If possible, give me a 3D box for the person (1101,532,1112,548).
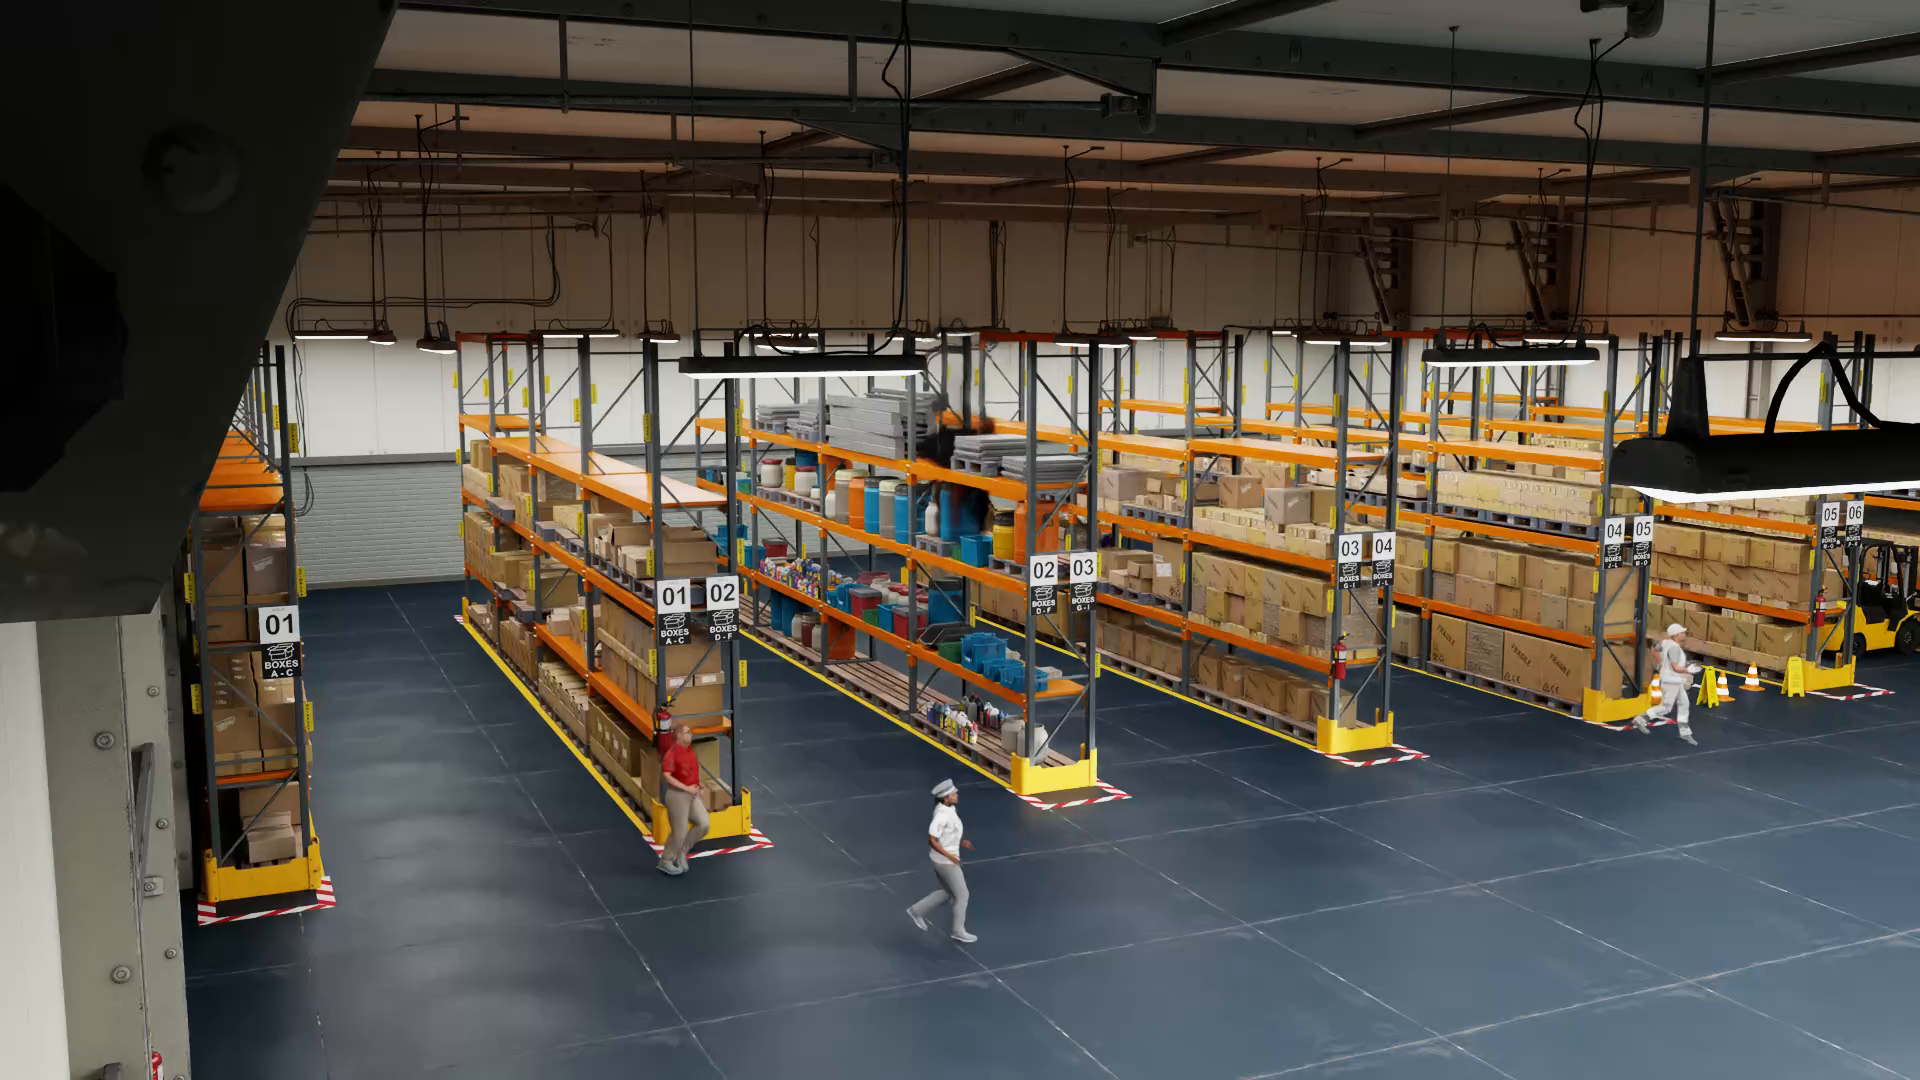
[{"bbox_3d":[3.825,-0.118,42.071,0.709,1.660,0.647,4,9,28],"label":"person"}]

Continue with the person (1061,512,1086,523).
[{"bbox_3d":[2.721,-0.094,41.465,0.689,1.709,0.784,-6,10,-37],"label":"person"}]

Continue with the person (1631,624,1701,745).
[{"bbox_3d":[10.524,2.140,24.710,0.952,1.831,0.692,2,8,16],"label":"person"}]

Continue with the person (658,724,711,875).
[{"bbox_3d":[-3.122,2.950,19.002,0.577,1.691,0.733,3,8,20],"label":"person"}]

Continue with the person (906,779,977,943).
[{"bbox_3d":[-0.186,3.247,16.832,0.727,1.695,0.585,0,8,-1],"label":"person"}]
